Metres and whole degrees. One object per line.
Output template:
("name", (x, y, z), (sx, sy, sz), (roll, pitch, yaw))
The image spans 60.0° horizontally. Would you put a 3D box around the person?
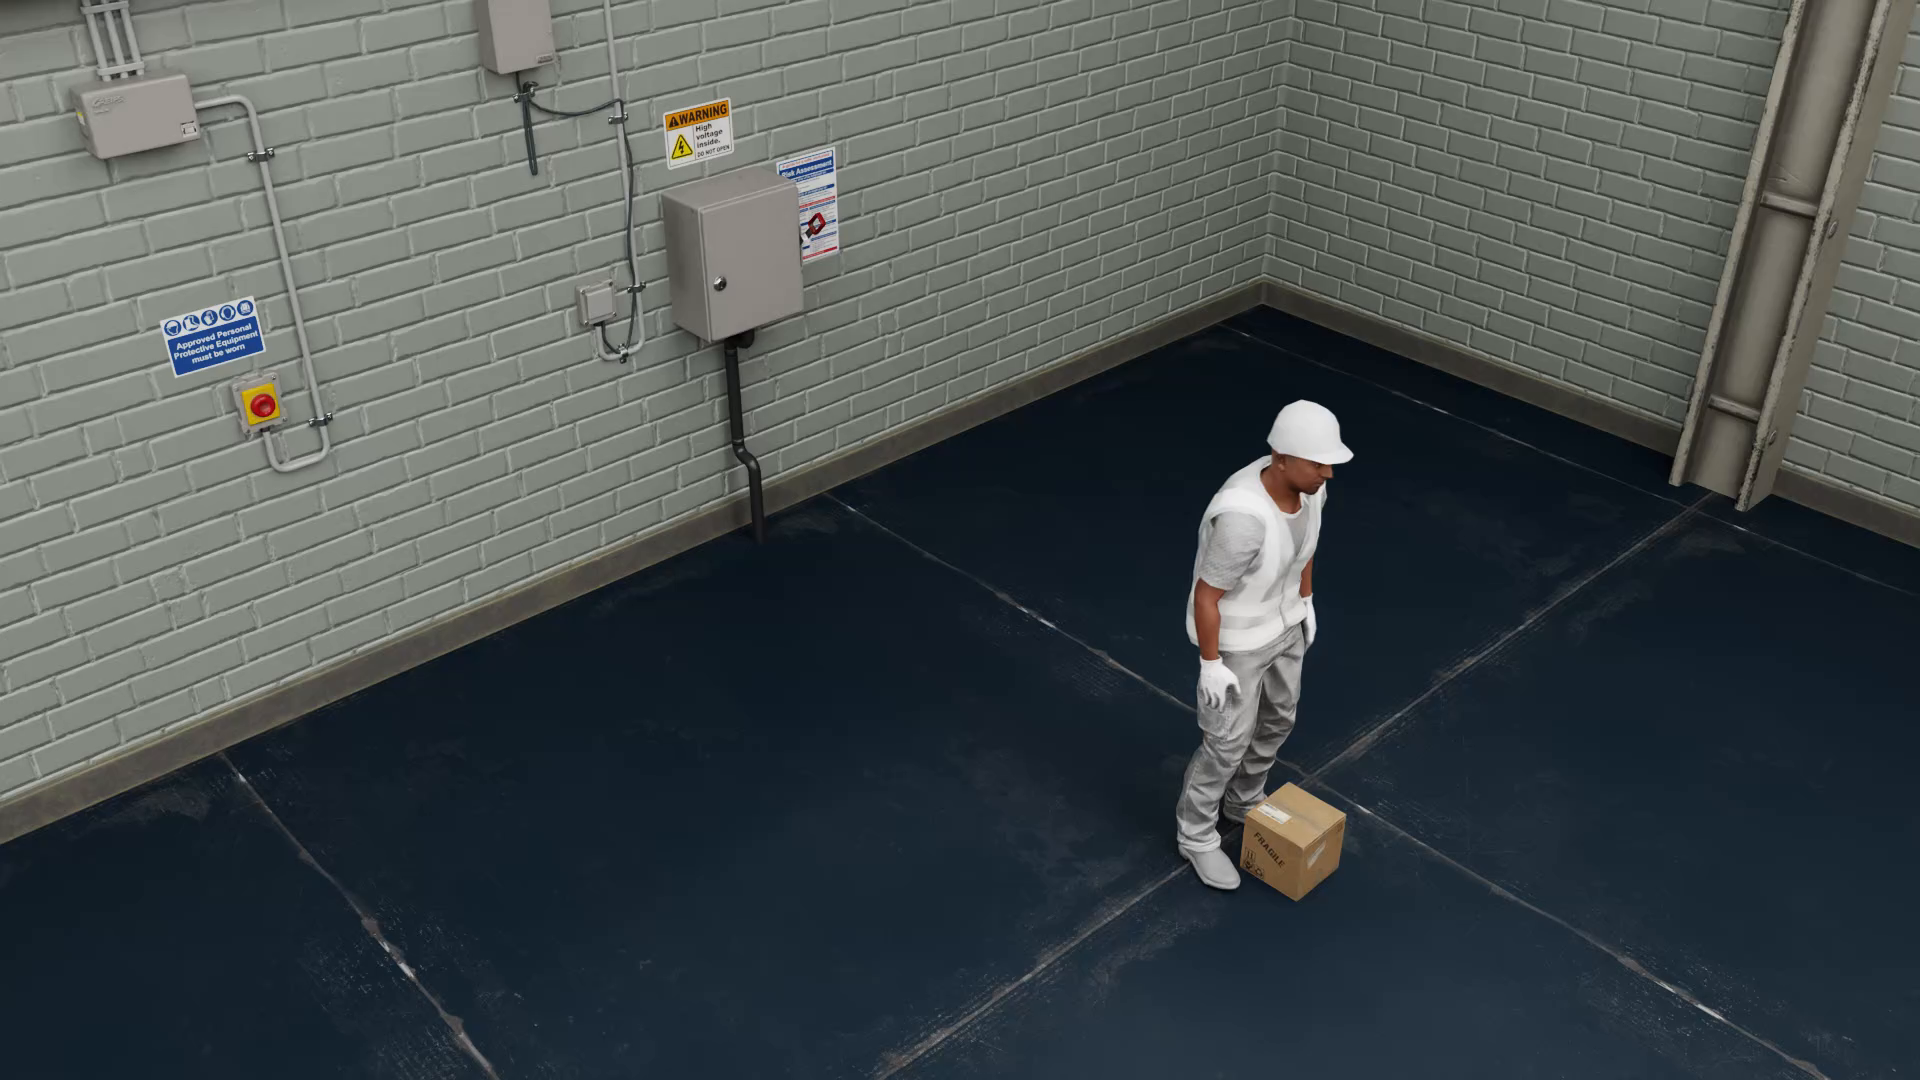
("person", (1.005, 0.327, 5.591), (0.452, 1.772, 0.615), (27, 41, 37))
